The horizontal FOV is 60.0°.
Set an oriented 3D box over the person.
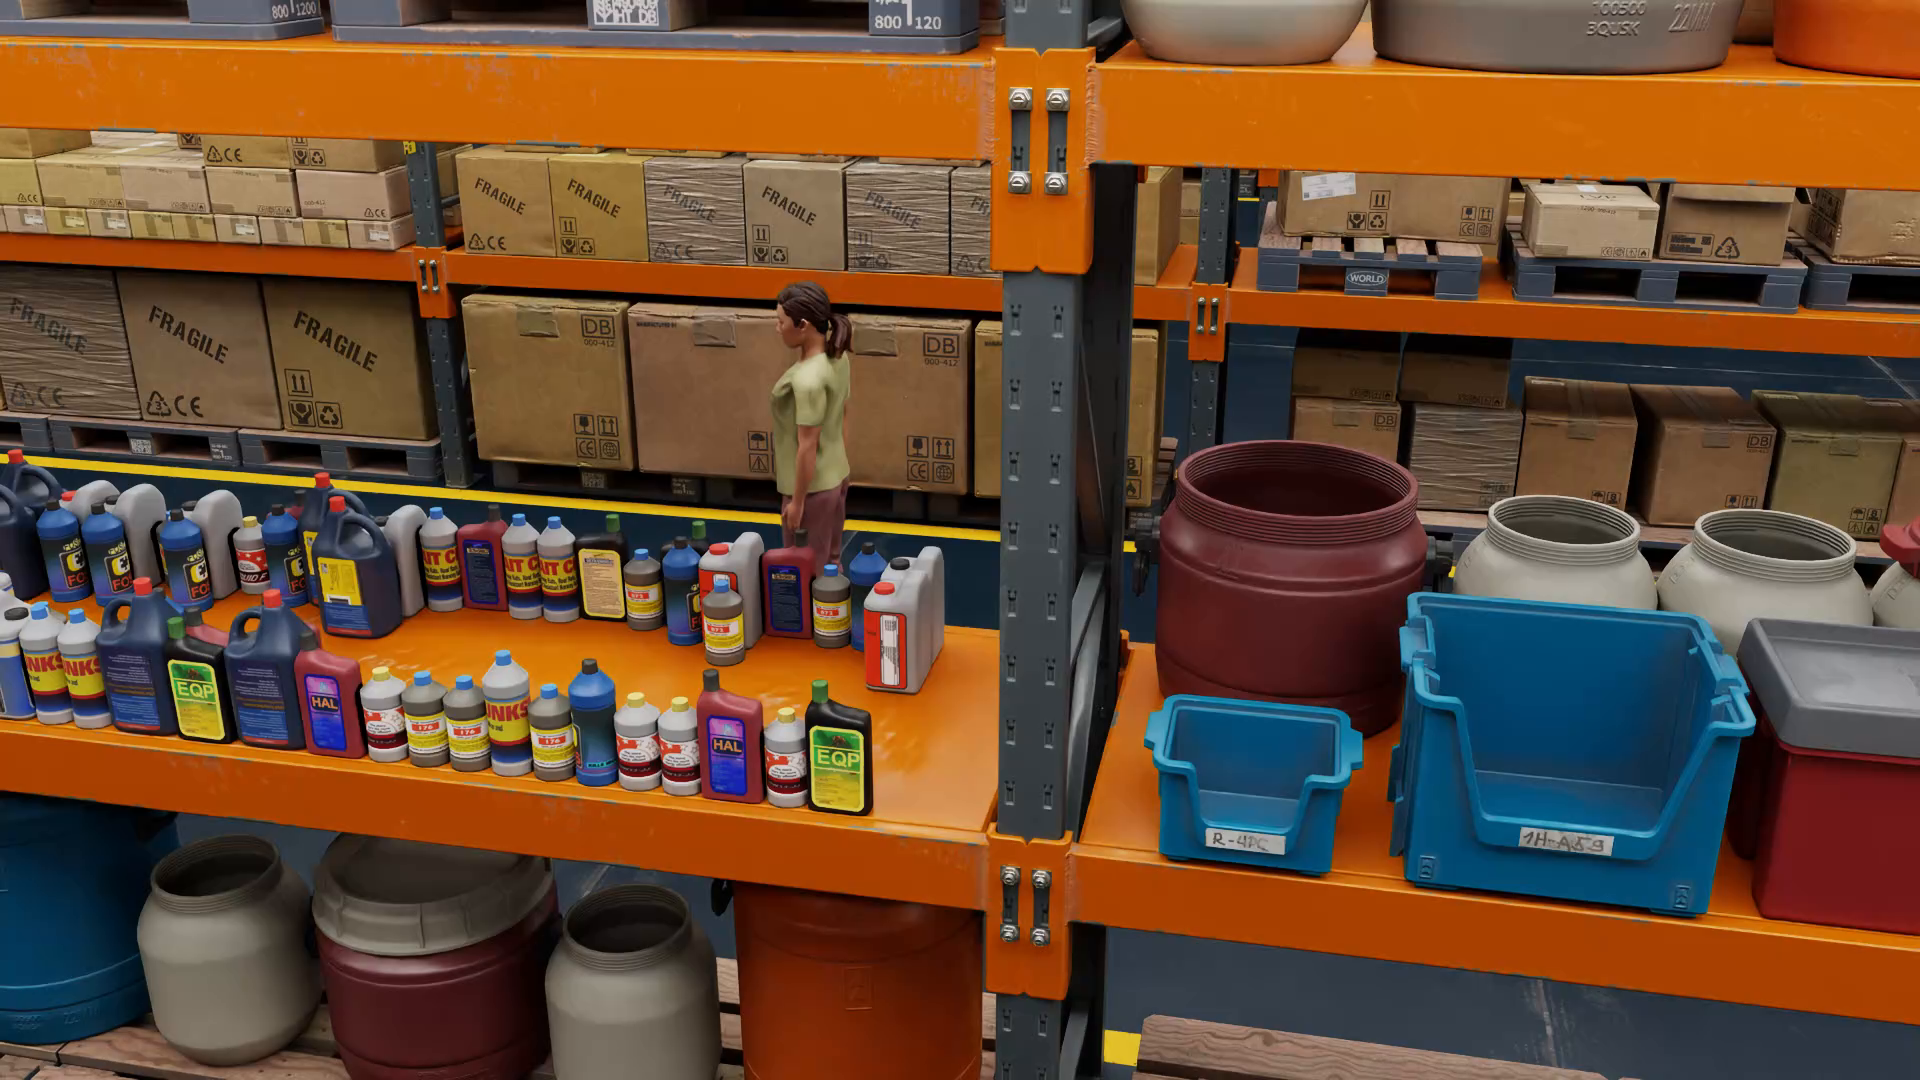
[{"bbox_3d":[-0.607,-0.199,6.560,0.433,1.684,0.451,4,22,11],"label":"person"}]
